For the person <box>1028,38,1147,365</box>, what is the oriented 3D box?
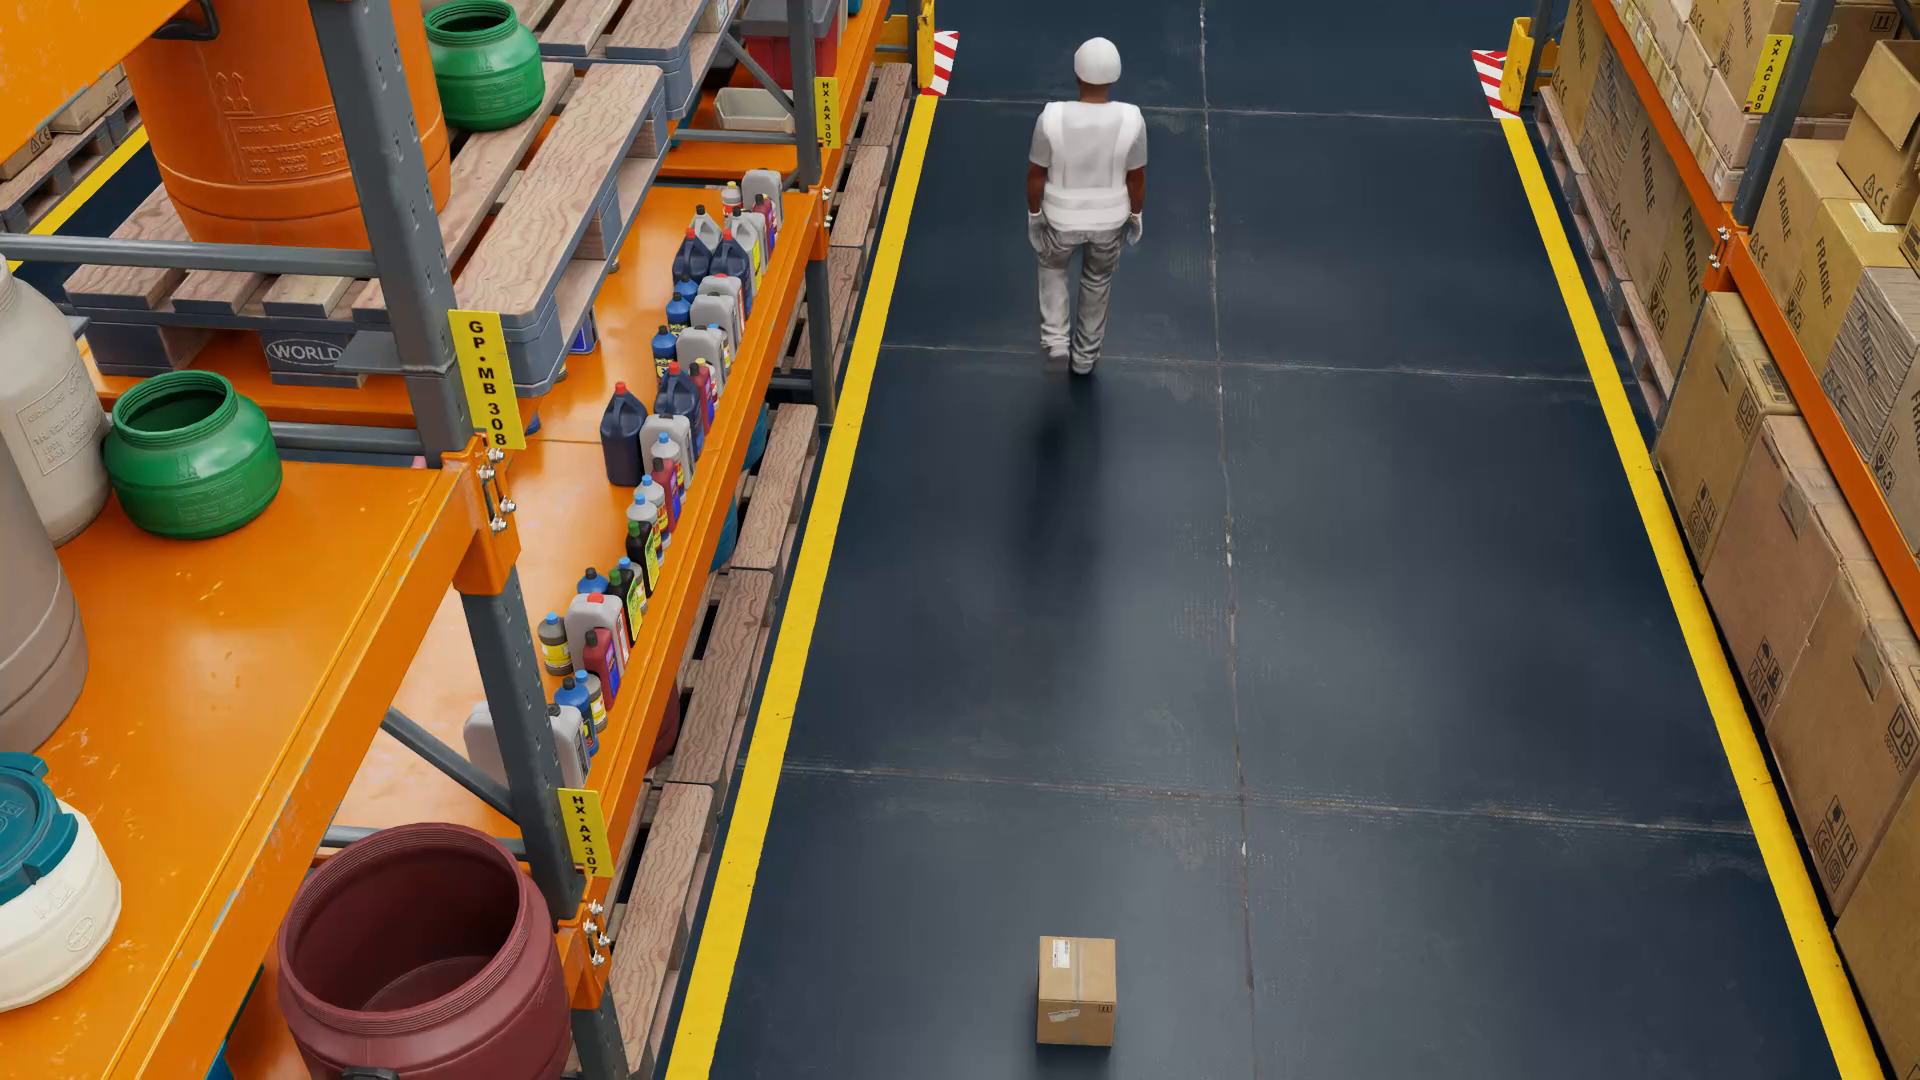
[{"bbox_3d":[0.601,-1.576,7.951,0.560,1.712,0.481,2,40,2],"label":"person"}]
